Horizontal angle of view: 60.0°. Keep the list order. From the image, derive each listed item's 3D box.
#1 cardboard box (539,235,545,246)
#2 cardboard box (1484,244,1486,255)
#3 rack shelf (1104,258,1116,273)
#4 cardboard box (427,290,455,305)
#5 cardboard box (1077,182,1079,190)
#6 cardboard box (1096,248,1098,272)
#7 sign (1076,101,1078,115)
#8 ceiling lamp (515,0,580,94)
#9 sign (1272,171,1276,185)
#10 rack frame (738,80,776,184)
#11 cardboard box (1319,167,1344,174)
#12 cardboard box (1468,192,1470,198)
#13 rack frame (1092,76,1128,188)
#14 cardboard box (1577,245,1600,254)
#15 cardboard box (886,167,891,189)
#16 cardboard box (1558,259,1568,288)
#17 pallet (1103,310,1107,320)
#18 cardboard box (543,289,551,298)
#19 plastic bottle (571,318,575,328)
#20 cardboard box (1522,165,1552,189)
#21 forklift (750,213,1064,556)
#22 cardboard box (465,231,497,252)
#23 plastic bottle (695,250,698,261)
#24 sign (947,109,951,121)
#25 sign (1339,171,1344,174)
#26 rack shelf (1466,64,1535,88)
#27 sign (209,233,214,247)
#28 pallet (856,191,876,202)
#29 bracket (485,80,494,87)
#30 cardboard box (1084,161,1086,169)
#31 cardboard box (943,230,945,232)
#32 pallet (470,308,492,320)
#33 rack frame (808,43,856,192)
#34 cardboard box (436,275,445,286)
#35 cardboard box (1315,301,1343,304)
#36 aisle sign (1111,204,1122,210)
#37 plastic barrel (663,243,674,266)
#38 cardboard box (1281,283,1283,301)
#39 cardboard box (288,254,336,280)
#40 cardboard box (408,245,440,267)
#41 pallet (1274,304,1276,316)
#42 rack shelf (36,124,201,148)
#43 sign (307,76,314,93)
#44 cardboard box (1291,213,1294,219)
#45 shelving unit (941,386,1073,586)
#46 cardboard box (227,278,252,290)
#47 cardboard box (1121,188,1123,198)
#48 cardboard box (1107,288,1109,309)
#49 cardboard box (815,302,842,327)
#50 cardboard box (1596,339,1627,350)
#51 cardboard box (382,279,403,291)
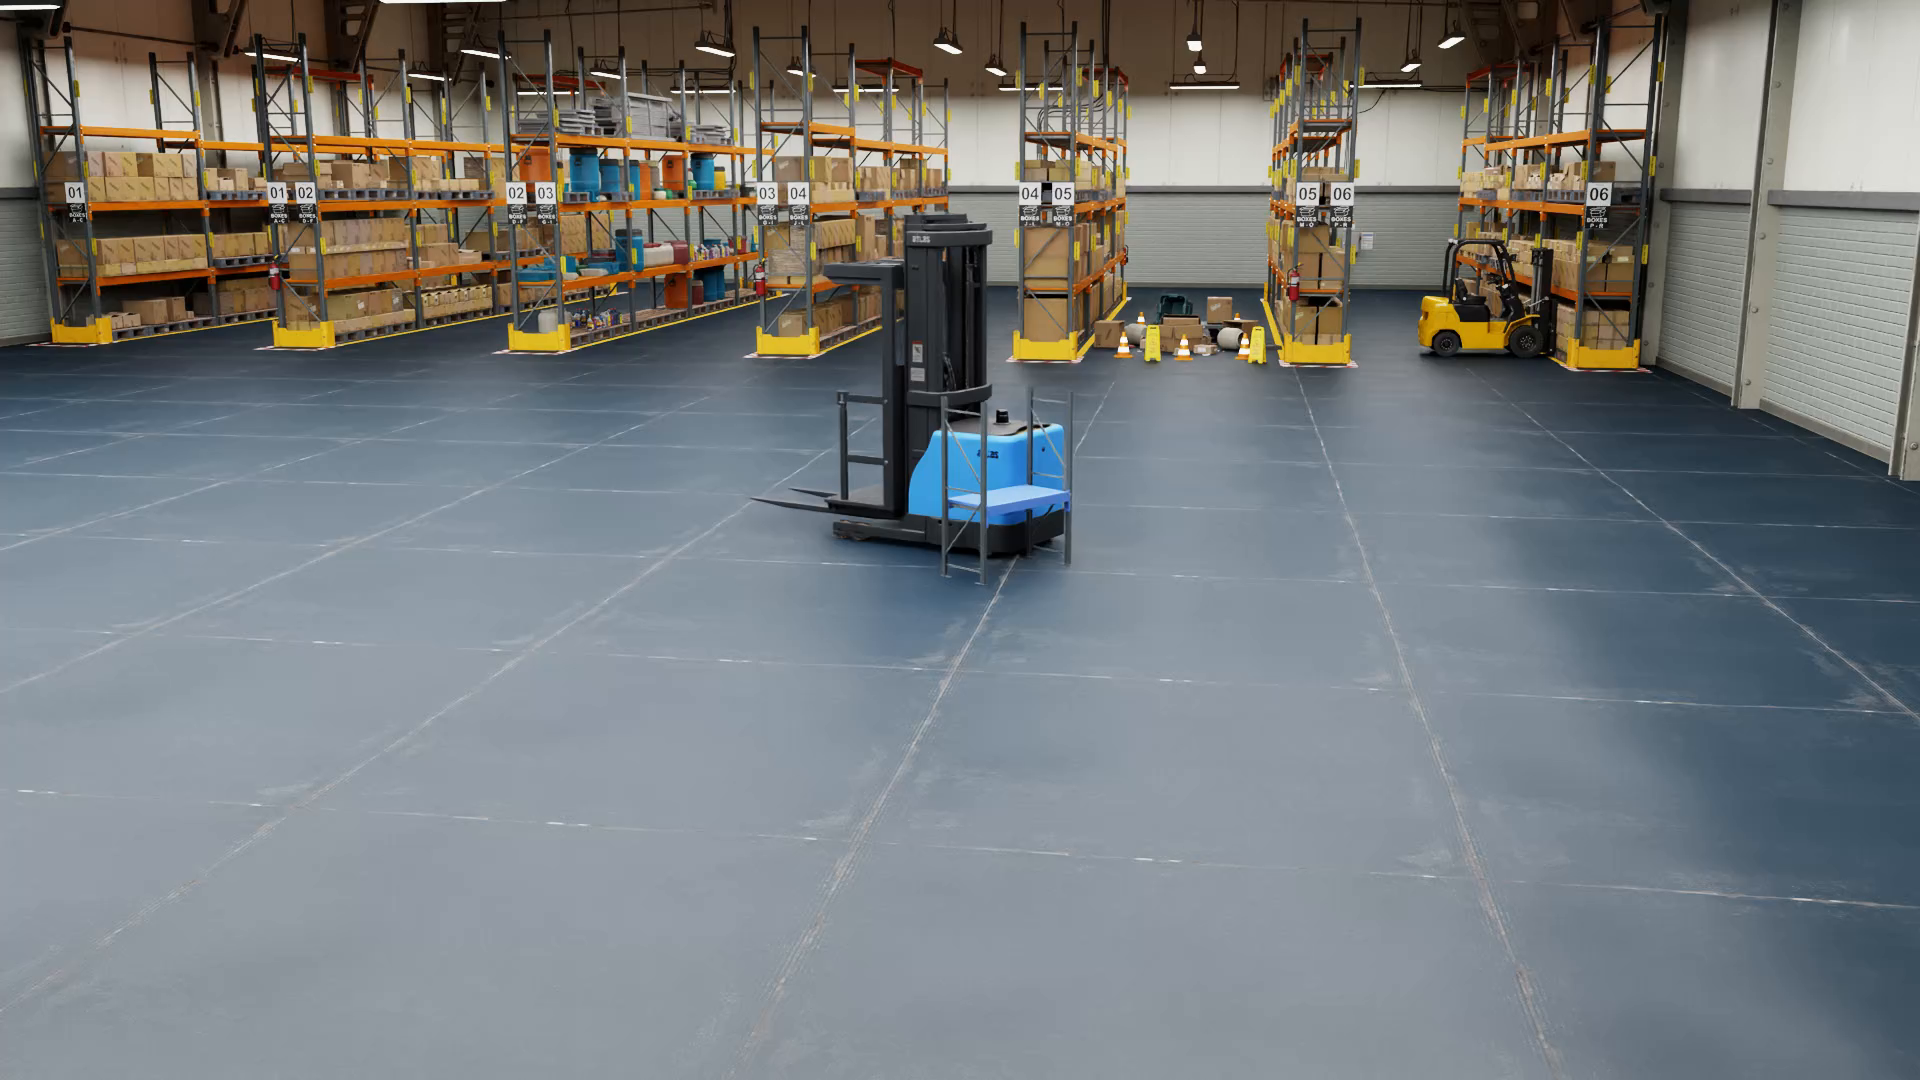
[{"bbox_3d":[-11.418,-8.005,45.036,0.500,0.500,0.500,2,12,10],"label":"cardboard box"},{"bbox_3d":[12.651,-6.903,39.485,0.396,0.266,0.258,2,12,11],"label":"cardboard box"},{"bbox_3d":[3.124,-6.572,40.333,1.077,0.370,4.000,2,12,9],"label":"rack shelf"},{"bbox_3d":[-12.002,-5.603,38.329,0.500,0.311,0.500,1,12,7],"label":"cardboard box"},{"bbox_3d":[1.994,-6.554,30.783,0.380,0.149,0.250,2,12,9],"label":"cardboard box"},{"bbox_3d":[2.704,-6.033,35.889,0.500,0.500,0.500,2,12,8],"label":"cardboard box"},{"bbox_3d":[2.898,-10.789,41.550,0.100,0.325,0.005,2,12,9],"label":"sign"},{"bbox_3d":[-12.614,-15.099,50.096,2.000,3.185,0.800,2,12,9],"label":"ceiling lamp"},{"bbox_3d":[7.790,-8.976,41.246,0.100,0.325,0.005,2,12,9],"label":"sign"},{"bbox_3d":[-5.733,-11.448,47.009,1.000,3.000,0.127,2,12,9],"label":"rack frame"},{"bbox_3d":[7.661,-7.591,34.405,0.500,0.250,0.500,2,12,7],"label":"cardboard box"},{"bbox_3d":[13.248,-8.842,42.635,0.380,0.149,0.250,2,12,9],"label":"cardboard box"},{"bbox_3d":[4.047,-11.105,45.421,1.000,3.000,0.127,2,12,9],"label":"rack frame"},{"bbox_3d":[11.252,-5.188,29.719,0.380,0.149,0.250,2,12,9],"label":"cardboard box"},{"bbox_3d":[-1.895,-8.341,38.291,0.500,0.500,0.500,2,12,10],"label":"cardboard box"},{"bbox_3d":[11.382,-4.917,30.708,0.500,0.500,0.500,2,12,8],"label":"cardboard box"},{"bbox_3d":[2.938,-5.307,39.374,1.003,0.211,1.213,2,12,9],"label":"pallet"},{"bbox_3d":[-11.119,-6.622,43.746,0.500,0.500,0.500,2,12,9],"label":"cardboard box"},{"bbox_3d":[-8.109,-4.548,34.832,0.097,0.201,0.097,0,12,0],"label":"plastic bottle"},{"bbox_3d":[12.120,-7.623,34.908,0.500,0.500,0.500,2,12,10],"label":"cardboard box"},{"bbox_3d":[-0.571,-1.509,15.294,3.031,2.935,1.130,8,14,31],"label":"forklift"},{"bbox_3d":[-11.871,-7.400,41.232,0.700,0.500,0.500,-2,12,-10],"label":"cardboard box"},{"bbox_3d":[-6.506,-6.965,40.743,0.152,0.276,0.135,2,12,9],"label":"plastic bottle"},{"bbox_3d":[-0.305,-11.762,46.062,0.100,0.325,0.005,2,12,9],"label":"sign"},{"bbox_3d":[7.645,-7.238,33.370,0.100,0.325,0.005,2,12,9],"label":"sign"},{"bbox_3d":[13.551,-11.663,41.825,1.077,0.370,4.000,2,12,9],"label":"rack shelf"},{"bbox_3d":[-16.830,-6.745,37.374,0.100,0.325,0.005,2,12,9],"label":"sign"},{"bbox_3d":[-2.484,-7.356,35.589,1.213,0.211,1.003,2,12,9],"label":"pallet"},{"bbox_3d":[-15.182,-14.687,53.494,0.235,0.232,0.430,2,12,9],"label":"bracket"},{"bbox_3d":[2.227,-7.260,32.165,0.380,0.149,0.250,2,12,9],"label":"cardboard box"},{"bbox_3d":[-0.654,-8.683,46.291,0.500,0.500,0.500,2,12,9],"label":"cardboard box"},{"bbox_3d":[-12.022,-5.478,40.166,1.003,0.211,1.213,2,12,9],"label":"pallet"},{"bbox_3d":[-2.684,-8.789,34.673,1.000,3.000,0.127,2,12,9],"label":"rack frame"},{"bbox_3d":[-15.531,-7.670,48.658,0.700,0.500,0.500,2,12,9],"label":"cardboard box"},{"bbox_3d":[7.054,-4.307,31.867,0.500,0.500,0.500,2,12,10],"label":"cardboard box"},{"bbox_3d":[4.354,-9.449,45.804,0.394,0.787,0.004,2,12,9],"label":"aisle sign"},{"bbox_3d":[-6.910,-6.683,38.876,0.421,0.512,0.421,0,12,0],"label":"plastic barrel"},{"bbox_3d":[7.911,-5.676,38.513,0.875,0.875,0.875,2,12,8],"label":"cardboard box"},{"bbox_3d":[-13.003,-5.491,33.373,0.700,0.500,0.500,2,12,9],"label":"cardboard box"},{"bbox_3d":[-12.257,-6.496,38.036,0.500,0.500,0.500,3,12,13],"label":"cardboard box"},{"bbox_3d":[8.294,-5.674,41.080,1.003,0.211,1.213,2,12,9],"label":"pallet"},{"bbox_3d":[-17.675,-8.501,35.051,1.077,0.370,4.000,2,12,9],"label":"rack shelf"},{"bbox_3d":[-12.540,-8.793,32.098,0.100,0.325,0.005,2,12,9],"label":"sign"},{"bbox_3d":[8.219,-8.181,41.942,0.380,0.149,0.250,2,12,10],"label":"cardboard box"},{"bbox_3d":[0.398,-0.473,13.883,1.048,1.500,0.538,-12,17,-43],"label":"shelving unit"},{"bbox_3d":[-17.130,-6.052,39.320,0.500,0.250,0.500,2,12,7],"label":"cardboard box"},{"bbox_3d":[4.015,-9.142,43.786,0.500,0.250,0.500,2,12,11],"label":"cardboard box"},{"bbox_3d":[3.325,-5.841,40.172,0.500,0.500,0.500,2,12,7],"label":"cardboard box"},{"bbox_3d":[-2.785,-4.758,35.144,0.500,0.500,0.500,1,12,7],"label":"cardboard box"},{"bbox_3d":[11.667,-3.500,29.899,0.500,0.250,0.500,2,12,9],"label":"cardboard box"},{"bbox_3d":[-15.921,-7.139,46.192,0.700,0.500,0.500,2,12,9],"label":"cardboard box"}]
